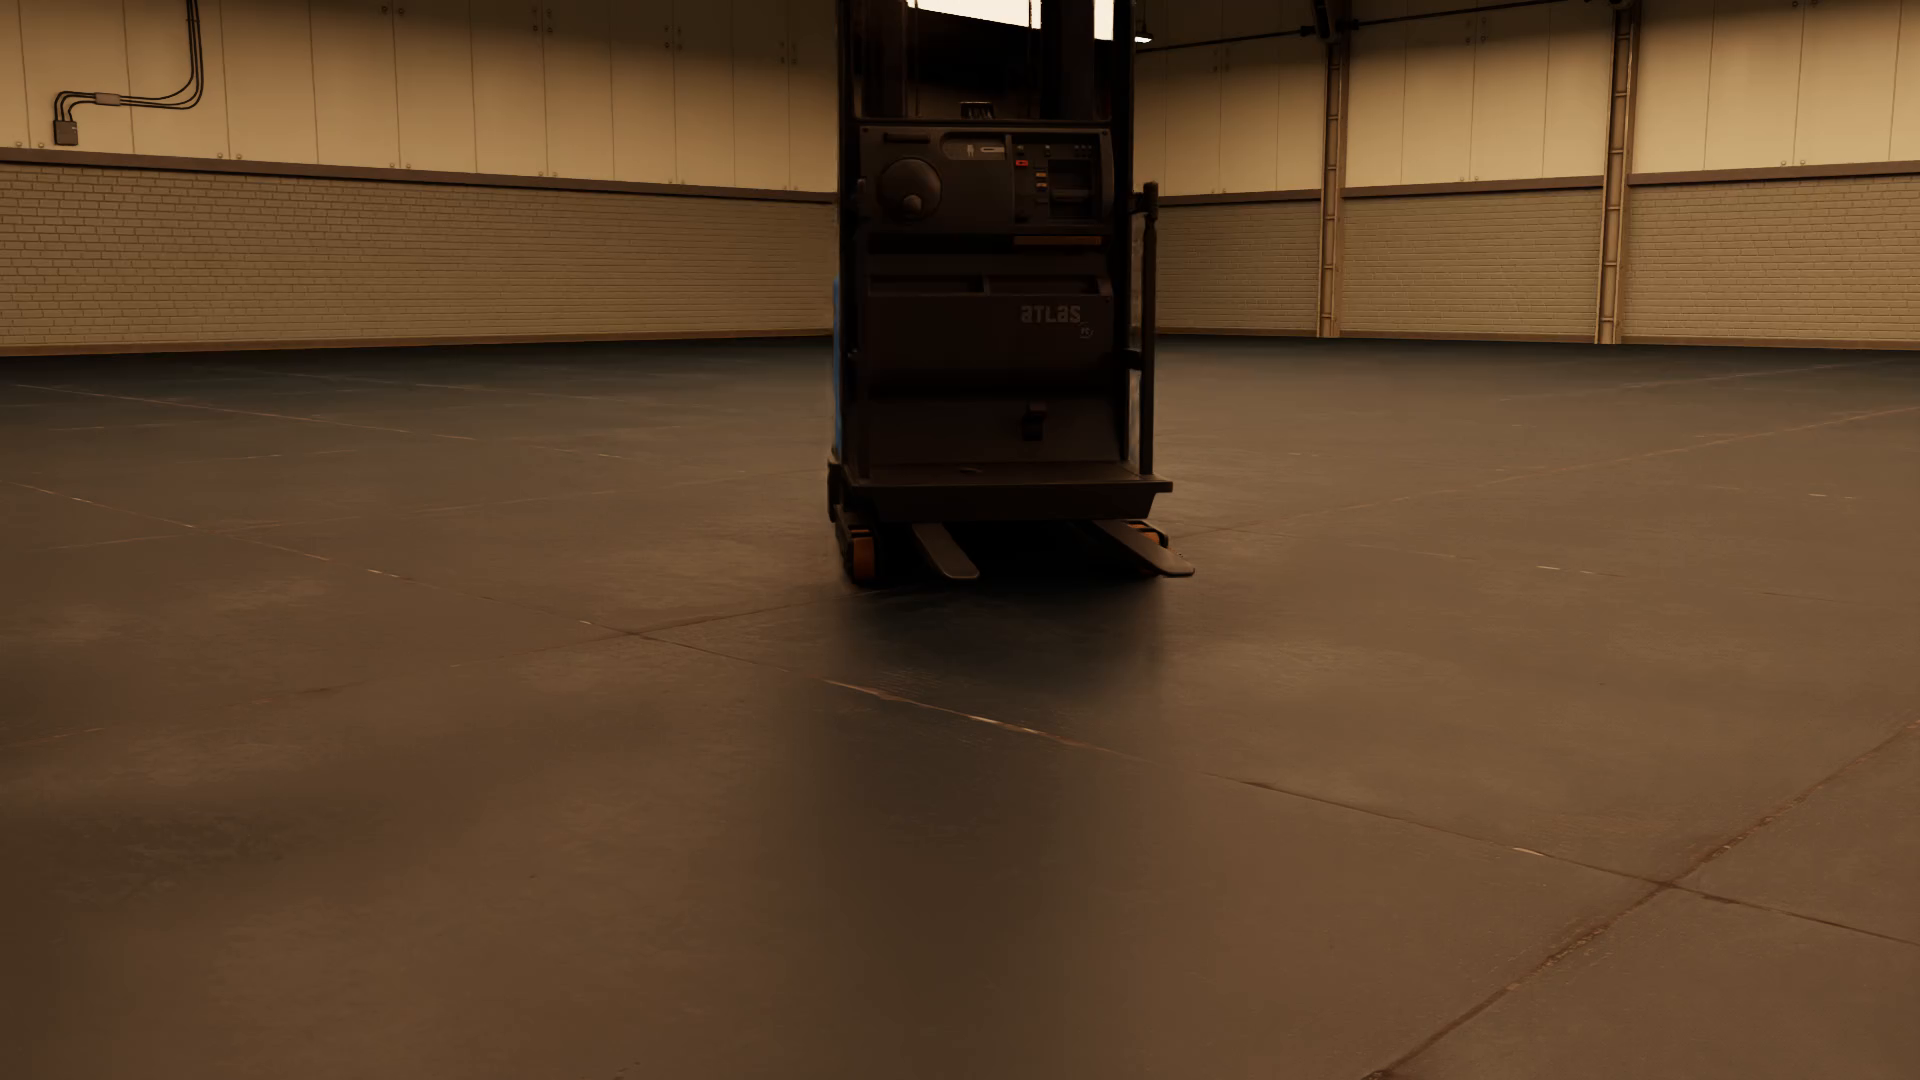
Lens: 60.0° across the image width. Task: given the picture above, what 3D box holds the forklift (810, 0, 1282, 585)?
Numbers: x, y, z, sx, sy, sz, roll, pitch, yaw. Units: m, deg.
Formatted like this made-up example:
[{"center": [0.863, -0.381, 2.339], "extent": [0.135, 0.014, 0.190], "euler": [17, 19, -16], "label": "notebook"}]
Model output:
[{"center": [0.207, -1.356, 5.876], "extent": [1.130, 2.935, 3.031], "euler": [-2, 9, -14], "label": "forklift"}]
